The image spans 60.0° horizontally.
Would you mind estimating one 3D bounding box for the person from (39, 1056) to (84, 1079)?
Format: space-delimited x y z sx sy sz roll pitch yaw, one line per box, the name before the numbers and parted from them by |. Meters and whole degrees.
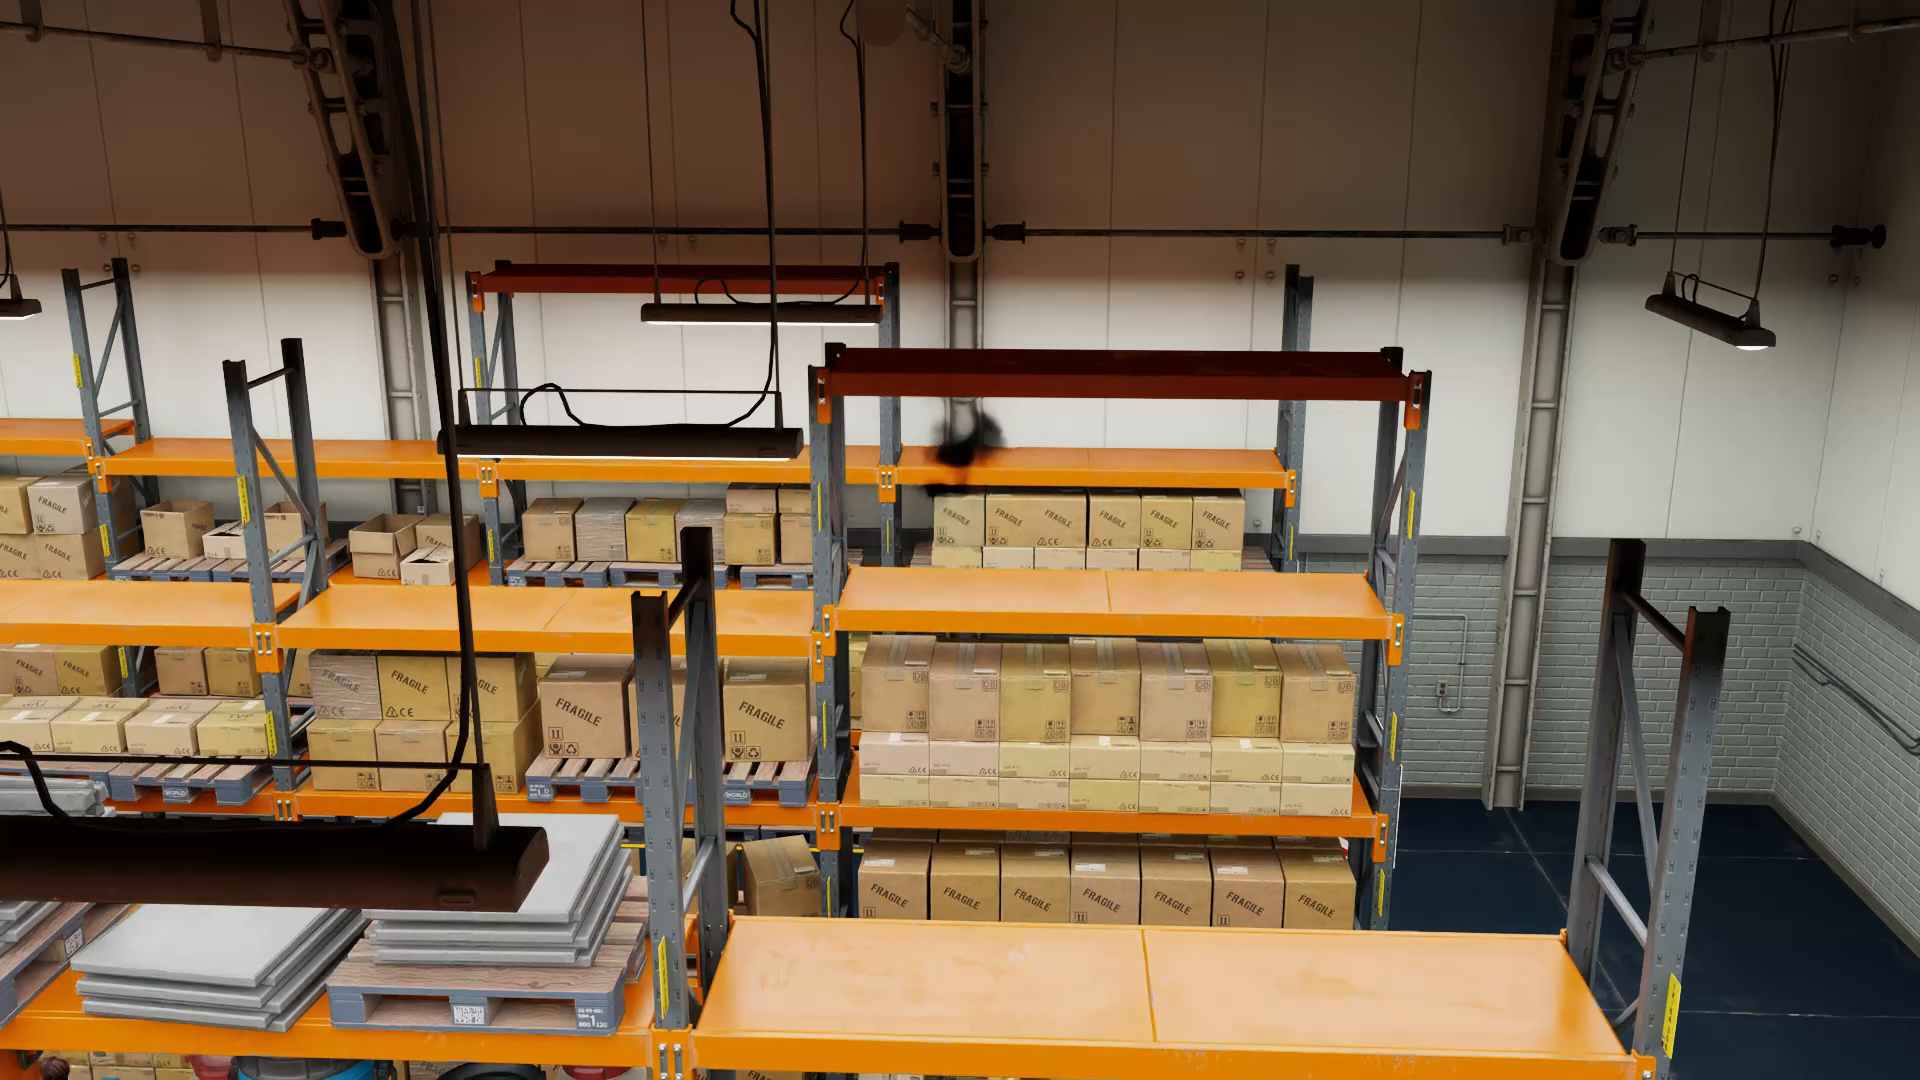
person | -5.976 4.208 11.140 0.720 1.703 0.539 -3 16 -10
